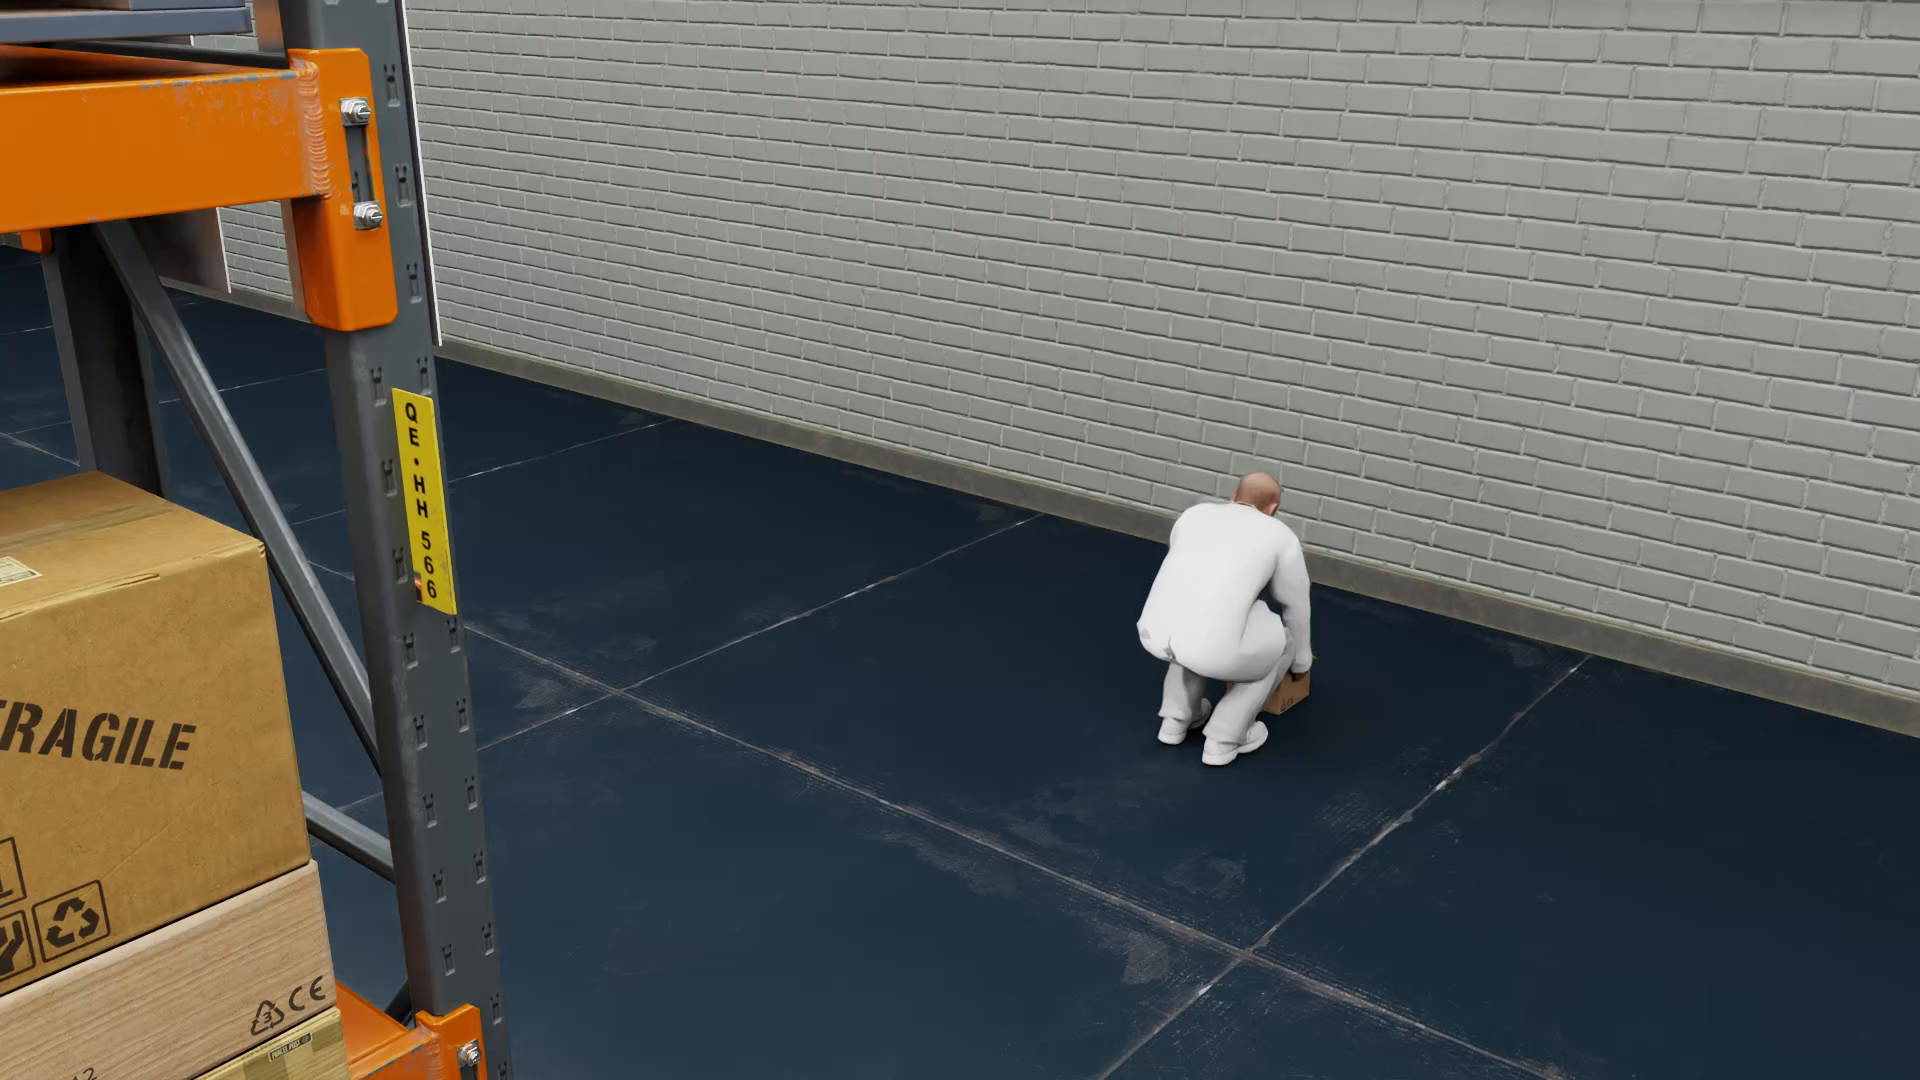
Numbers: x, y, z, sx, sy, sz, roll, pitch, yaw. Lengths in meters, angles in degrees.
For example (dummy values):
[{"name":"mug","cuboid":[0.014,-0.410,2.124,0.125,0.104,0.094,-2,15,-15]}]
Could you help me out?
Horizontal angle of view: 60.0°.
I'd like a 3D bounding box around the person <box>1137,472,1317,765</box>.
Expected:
[{"name":"person","cuboid":[1.024,0.291,6.461,0.610,0.983,0.902,15,25,36]}]
